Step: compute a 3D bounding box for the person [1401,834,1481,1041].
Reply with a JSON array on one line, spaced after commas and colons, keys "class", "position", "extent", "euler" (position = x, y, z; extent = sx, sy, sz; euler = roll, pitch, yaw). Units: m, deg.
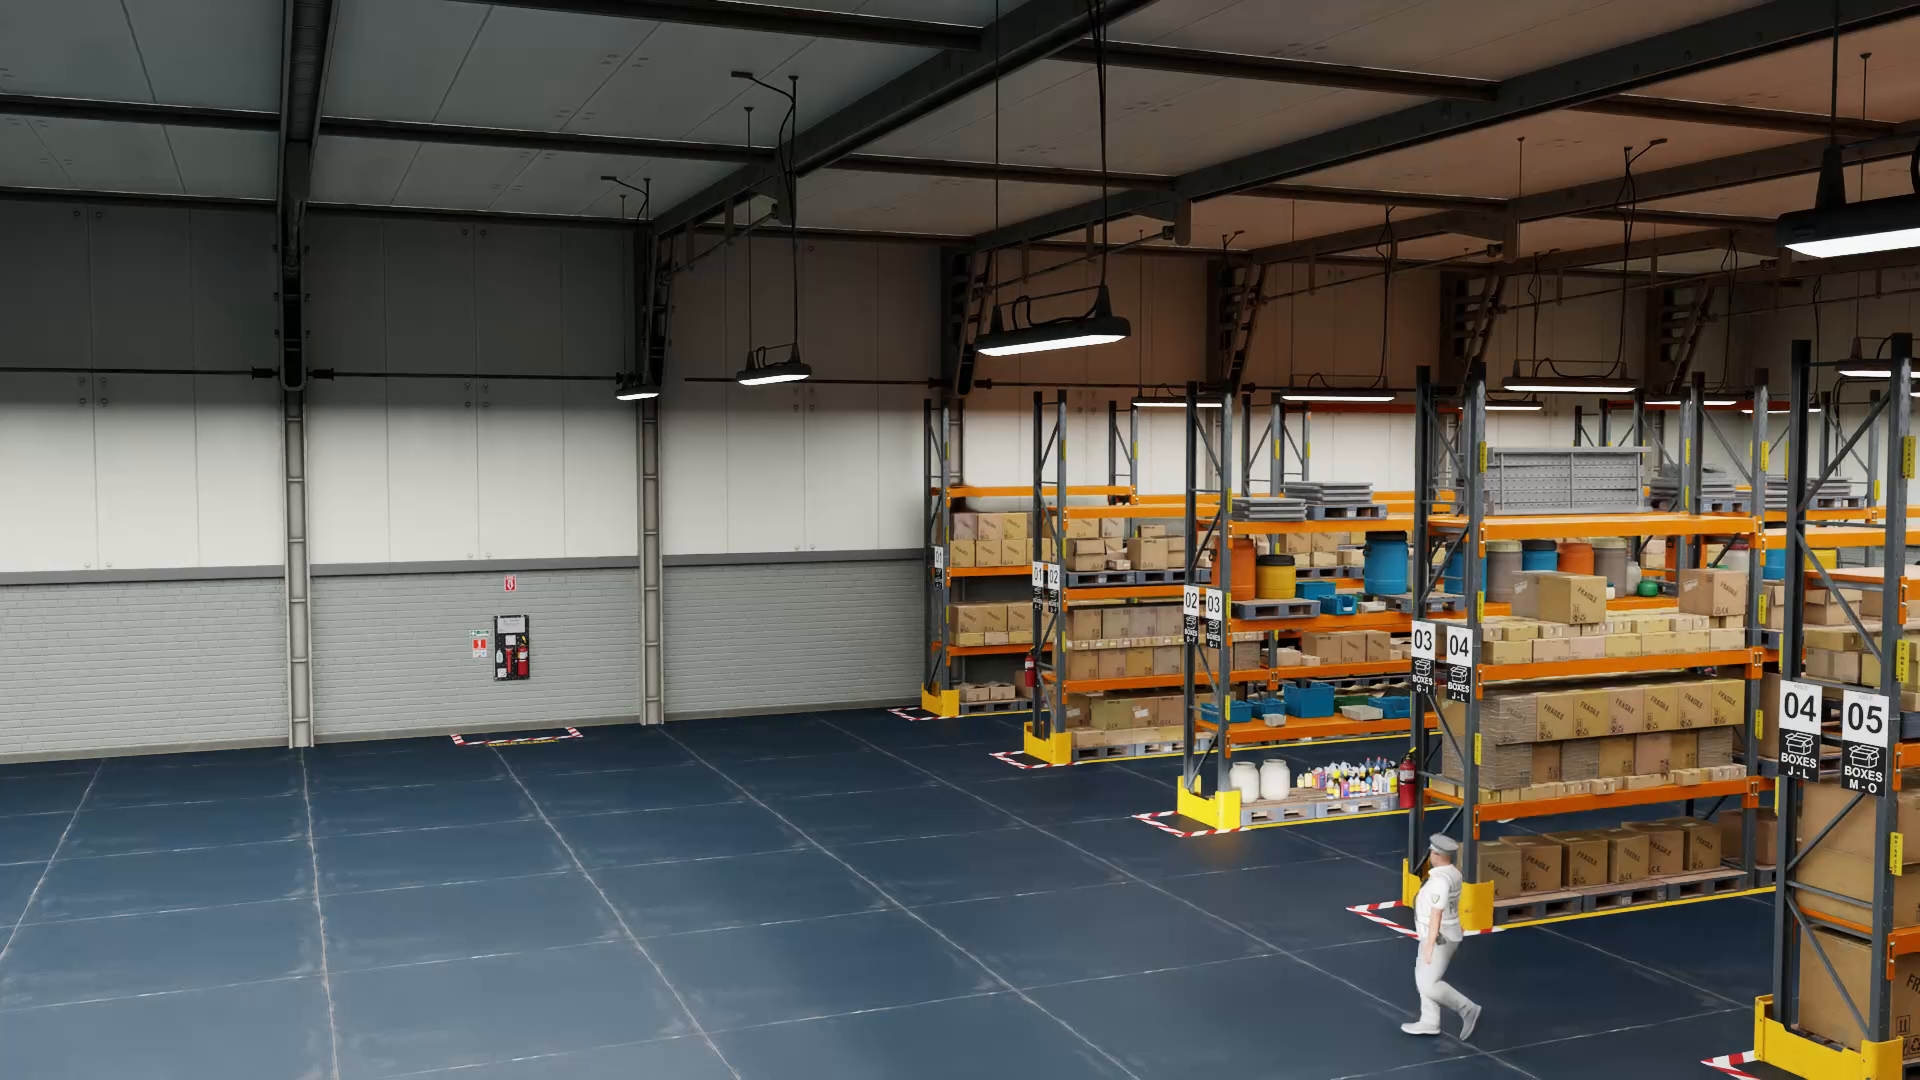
[{"class": "person", "position": [4.153, 3.421, 14.320], "extent": [0.645, 1.765, 0.506], "euler": [1, 3, 10]}]

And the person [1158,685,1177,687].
[{"class": "person", "position": [3.678, 2.491, 30.161], "extent": [0.602, 1.791, 0.428], "euler": [-1, 4, -21]}]

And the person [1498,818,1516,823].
[{"class": "person", "position": [7.662, 3.067, 22.573], "extent": [0.669, 1.581, 0.470], "euler": [-1, 4, -19]}]
